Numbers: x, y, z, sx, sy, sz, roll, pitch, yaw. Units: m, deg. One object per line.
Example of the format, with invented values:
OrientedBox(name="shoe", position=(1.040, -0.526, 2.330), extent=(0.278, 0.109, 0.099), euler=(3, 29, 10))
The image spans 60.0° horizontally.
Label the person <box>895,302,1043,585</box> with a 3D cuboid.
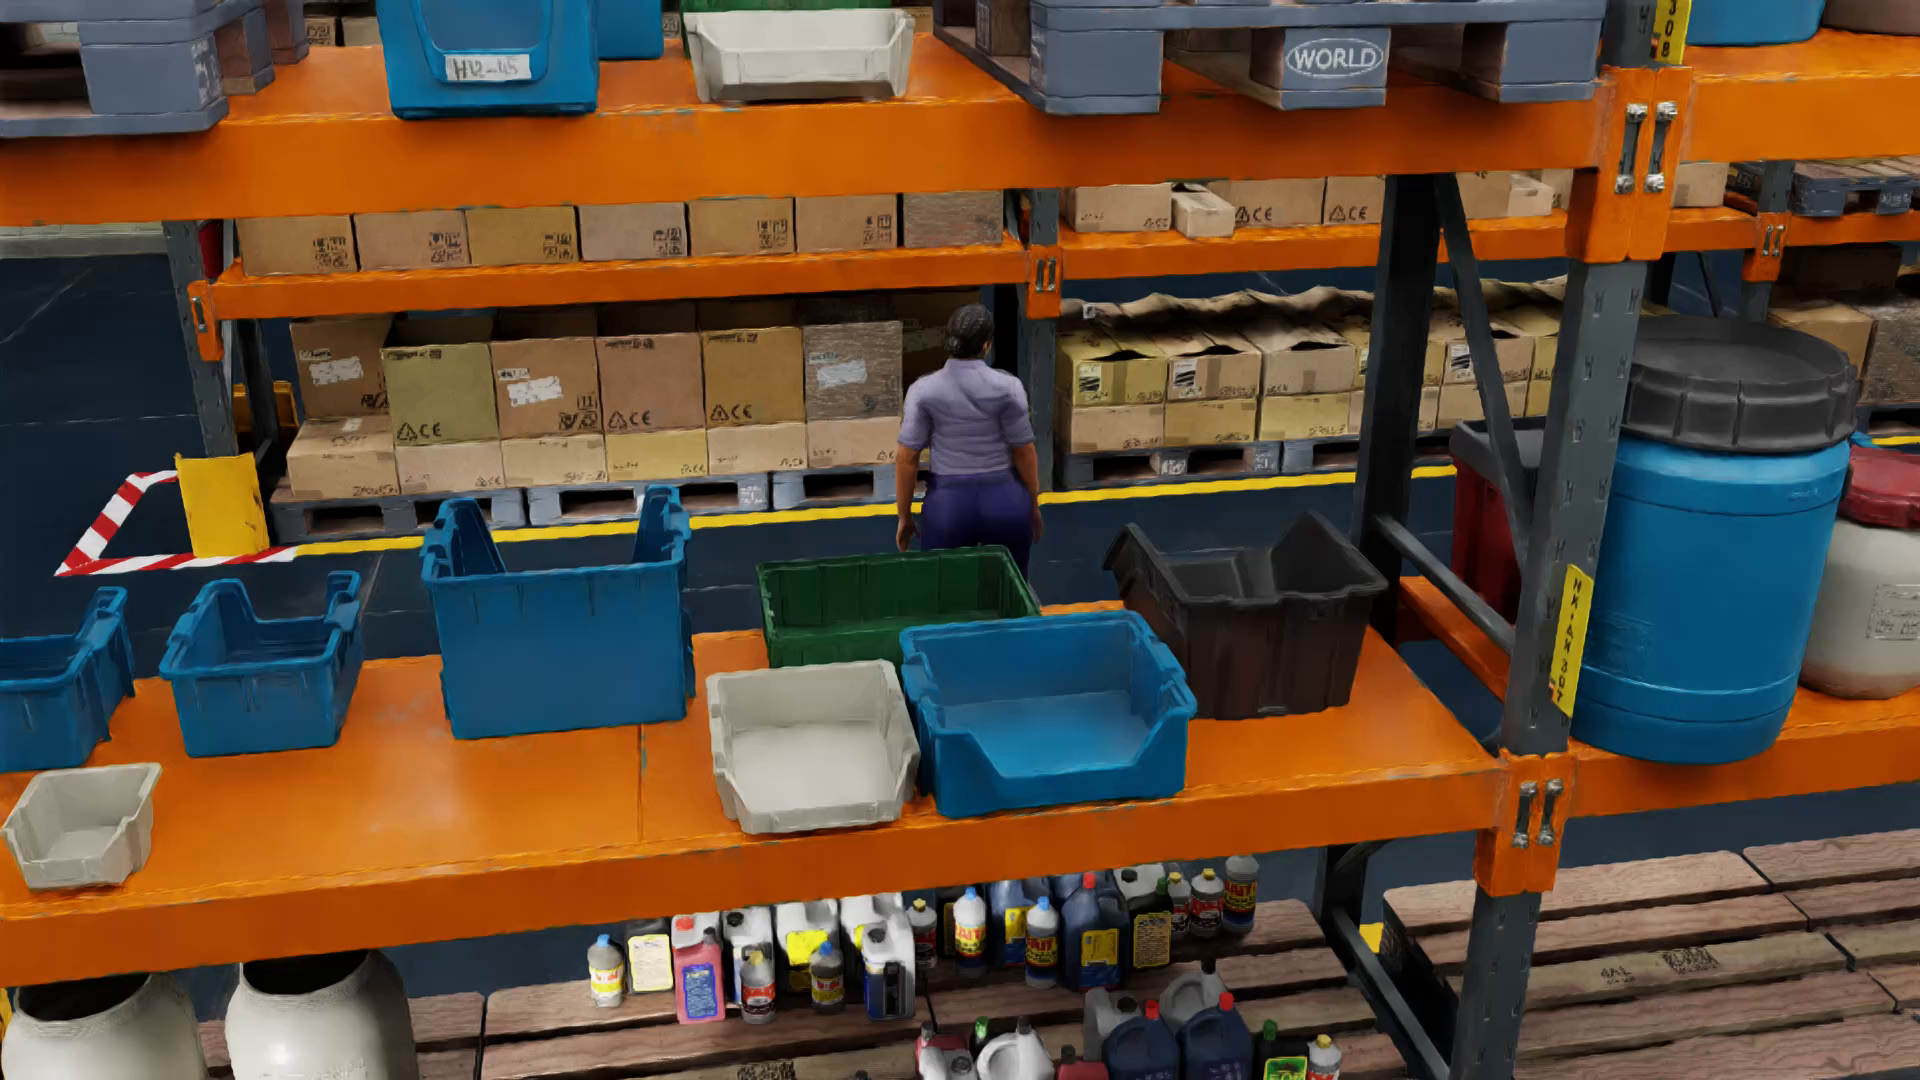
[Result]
OrientedBox(name="person", position=(0.038, -0.089, 6.283), extent=(0.559, 1.658, 0.485), euler=(-1, 23, -2))
